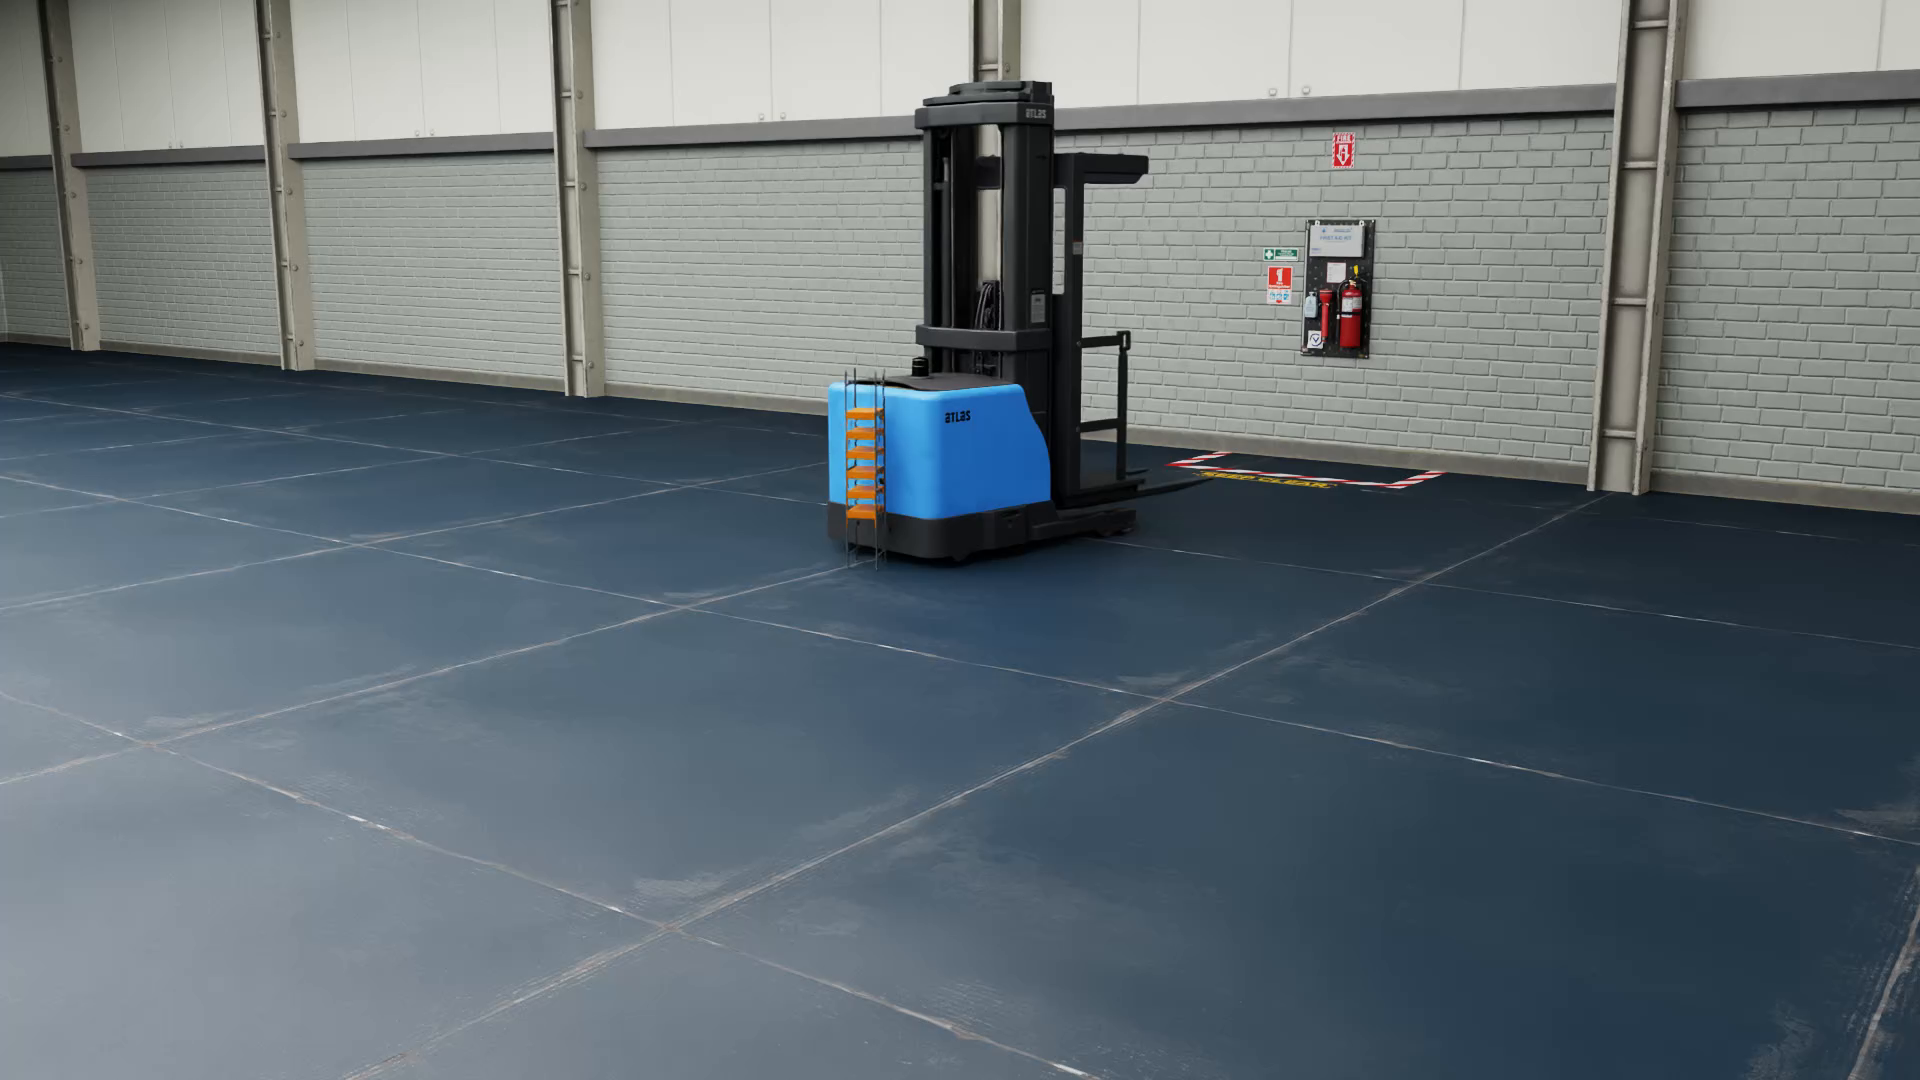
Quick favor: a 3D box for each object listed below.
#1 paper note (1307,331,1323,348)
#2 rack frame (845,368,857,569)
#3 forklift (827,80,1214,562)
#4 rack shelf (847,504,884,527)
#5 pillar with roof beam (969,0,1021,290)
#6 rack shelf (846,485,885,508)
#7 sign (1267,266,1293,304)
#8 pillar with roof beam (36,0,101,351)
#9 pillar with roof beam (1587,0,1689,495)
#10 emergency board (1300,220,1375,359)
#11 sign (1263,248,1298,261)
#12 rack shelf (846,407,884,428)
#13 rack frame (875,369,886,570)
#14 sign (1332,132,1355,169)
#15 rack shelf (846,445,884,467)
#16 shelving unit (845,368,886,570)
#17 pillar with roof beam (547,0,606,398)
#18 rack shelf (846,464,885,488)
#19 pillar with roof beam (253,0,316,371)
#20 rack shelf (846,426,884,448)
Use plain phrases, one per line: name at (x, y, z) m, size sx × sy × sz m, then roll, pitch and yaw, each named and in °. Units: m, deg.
paper note at (3.095, -1.745, 14.473) m, size 0.142 × 0.148 × 0.016 m, roll 8°, pitch 13°, yaw 36°
rack frame at (-0.662, -0.435, 10.115) m, size 0.006 × 1.200 × 0.240 m, roll 2°, pitch 11°, yaw 11°
forklift at (0.552, -1.521, 11.174) m, size 3.031 × 2.935 × 1.130 m, roll -10°, pitch 15°, yaw -43°
rack shelf at (-0.573, -0.152, 10.152) m, size 0.180 × 0.103 × 0.258 m, roll 2°, pitch 11°, yaw 11°
pillar with roof beam at (-2.218, -4.824, 12.276) m, size 0.400 × 9.000 × 9.100 m, roll 8°, pitch 13°, yaw 36°
rack shelf at (-0.573, -0.270, 10.129) m, size 0.180 × 0.103 × 0.258 m, roll 2°, pitch 11°, yaw 11°
sign at (2.812, -2.243, 14.631) m, size 0.234 × 0.329 × 0.001 m, roll 8°, pitch 13°, yaw 36°
pillar with roof beam at (-16.726, -6.848, 22.736) m, size 0.400 × 9.000 × 9.100 m, roll 8°, pitch 13°, yaw 36°
pillar with roof beam at (2.618, -4.150, 8.789) m, size 0.400 × 9.000 × 9.100 m, roll 8°, pitch 13°, yaw 36°
emergency board at (3.197, -2.147, 14.232) m, size 0.643 × 1.169 × 0.194 m, roll 8°, pitch 13°, yaw 36°
sign at (2.811, -2.501, 14.571) m, size 0.331 × 0.109 × 0.001 m, roll 8°, pitch 13°, yaw 36°
rack shelf at (-0.571, -0.742, 10.039) m, size 0.180 × 0.103 × 0.258 m, roll 2°, pitch 11°, yaw 11°
rack frame at (-0.483, -0.428, 10.081) m, size 0.006 × 1.200 × 0.240 m, roll 2°, pitch 11°, yaw 11°
sign at (3.249, -3.302, 14.095) m, size 0.199 × 0.298 × 0.001 m, roll 8°, pitch 13°, yaw 36°
rack shelf at (-0.572, -0.506, 10.084) m, size 0.180 × 0.103 × 0.258 m, roll 2°, pitch 11°, yaw 11°
shelving unit at (-0.572, -0.432, 10.098) m, size 0.189 × 1.200 × 0.258 m, roll 2°, pitch 11°, yaw 11°
pillar with roof beam at (-7.054, -5.499, 15.762) m, size 0.400 × 9.000 × 9.100 m, roll 8°, pitch 13°, yaw 36°
rack shelf at (-0.573, -0.388, 10.107) m, size 0.180 × 0.103 × 0.258 m, roll 2°, pitch 11°, yaw 11°
pillar with roof beam at (-11.890, -6.174, 19.249) m, size 0.400 × 9.000 × 9.100 m, roll 8°, pitch 13°, yaw 36°
rack shelf at (-0.572, -0.624, 10.062) m, size 0.180 × 0.103 × 0.258 m, roll 2°, pitch 11°, yaw 11°
